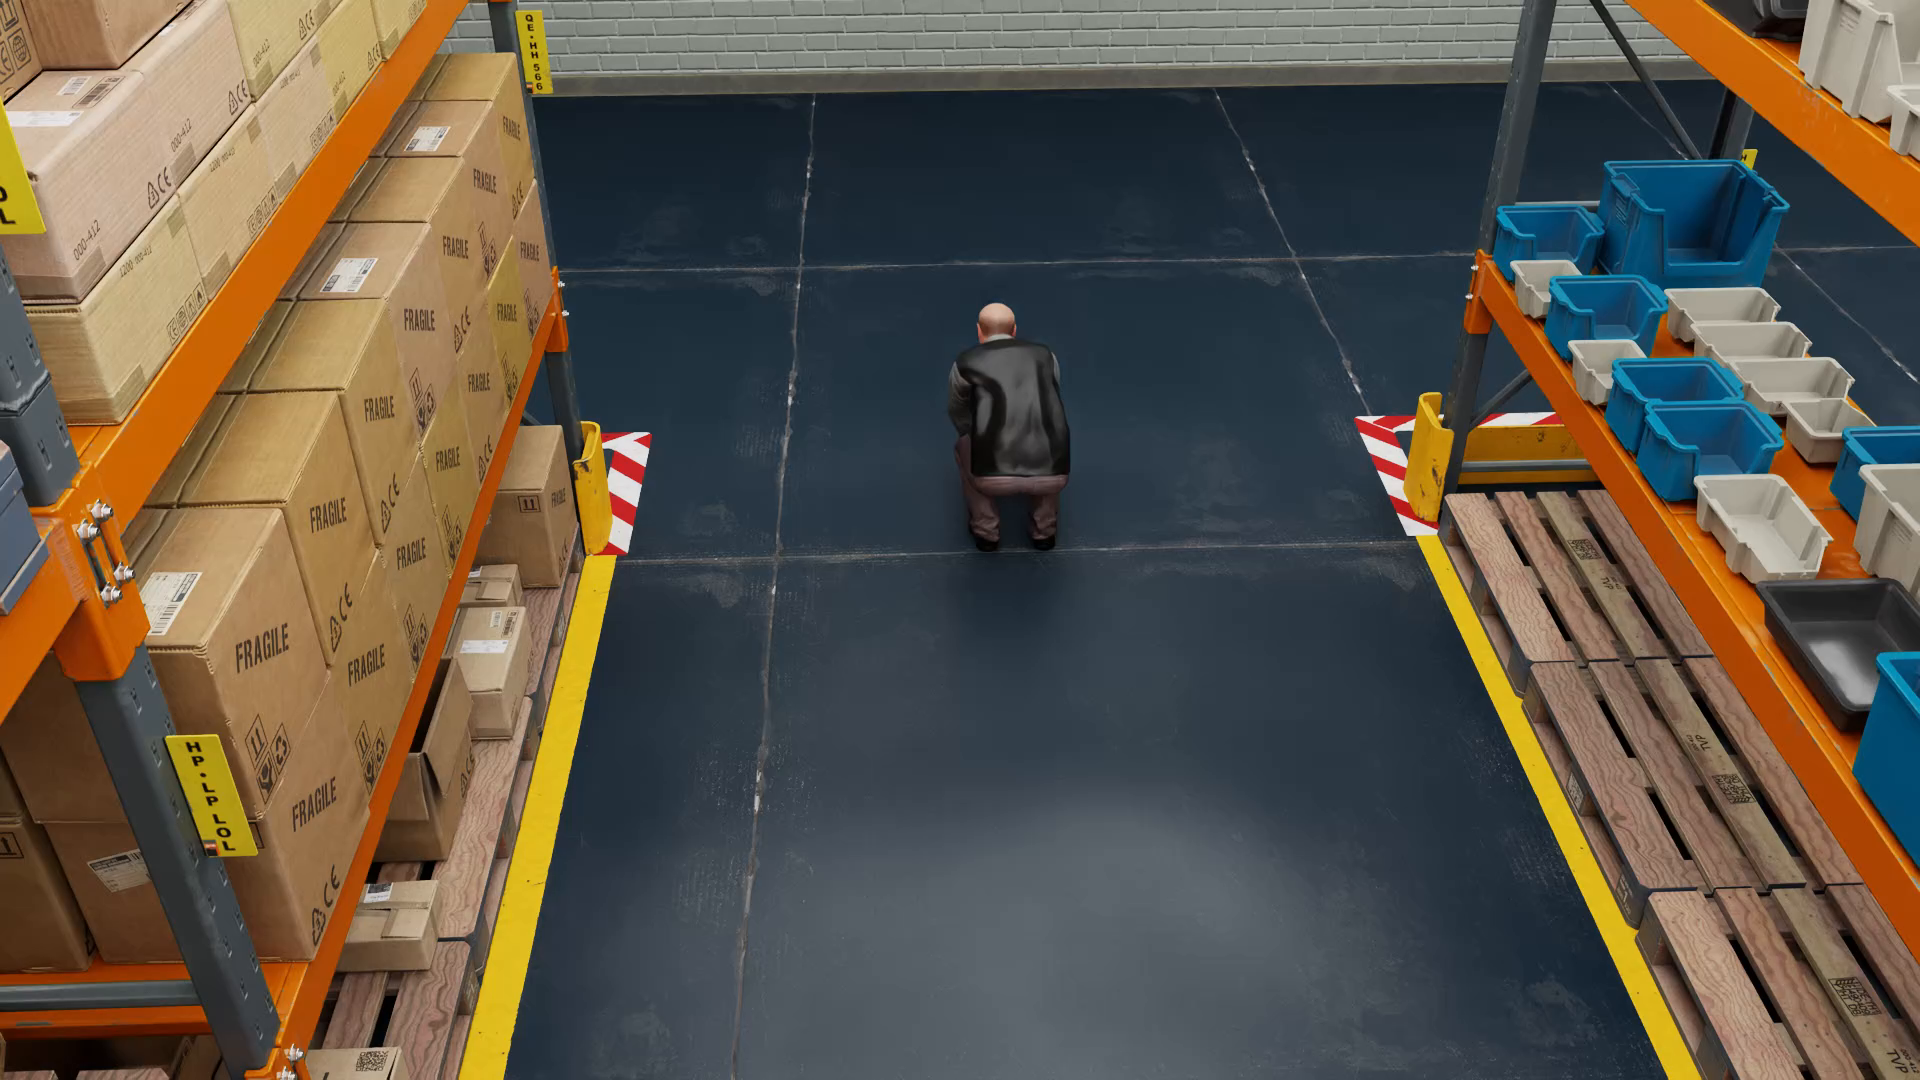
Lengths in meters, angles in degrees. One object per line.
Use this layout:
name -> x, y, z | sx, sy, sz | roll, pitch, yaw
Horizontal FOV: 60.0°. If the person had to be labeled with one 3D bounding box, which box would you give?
person -> 0.221, -0.493, 7.526 | 0.539, 0.976, 0.872 | -2, 35, -2
